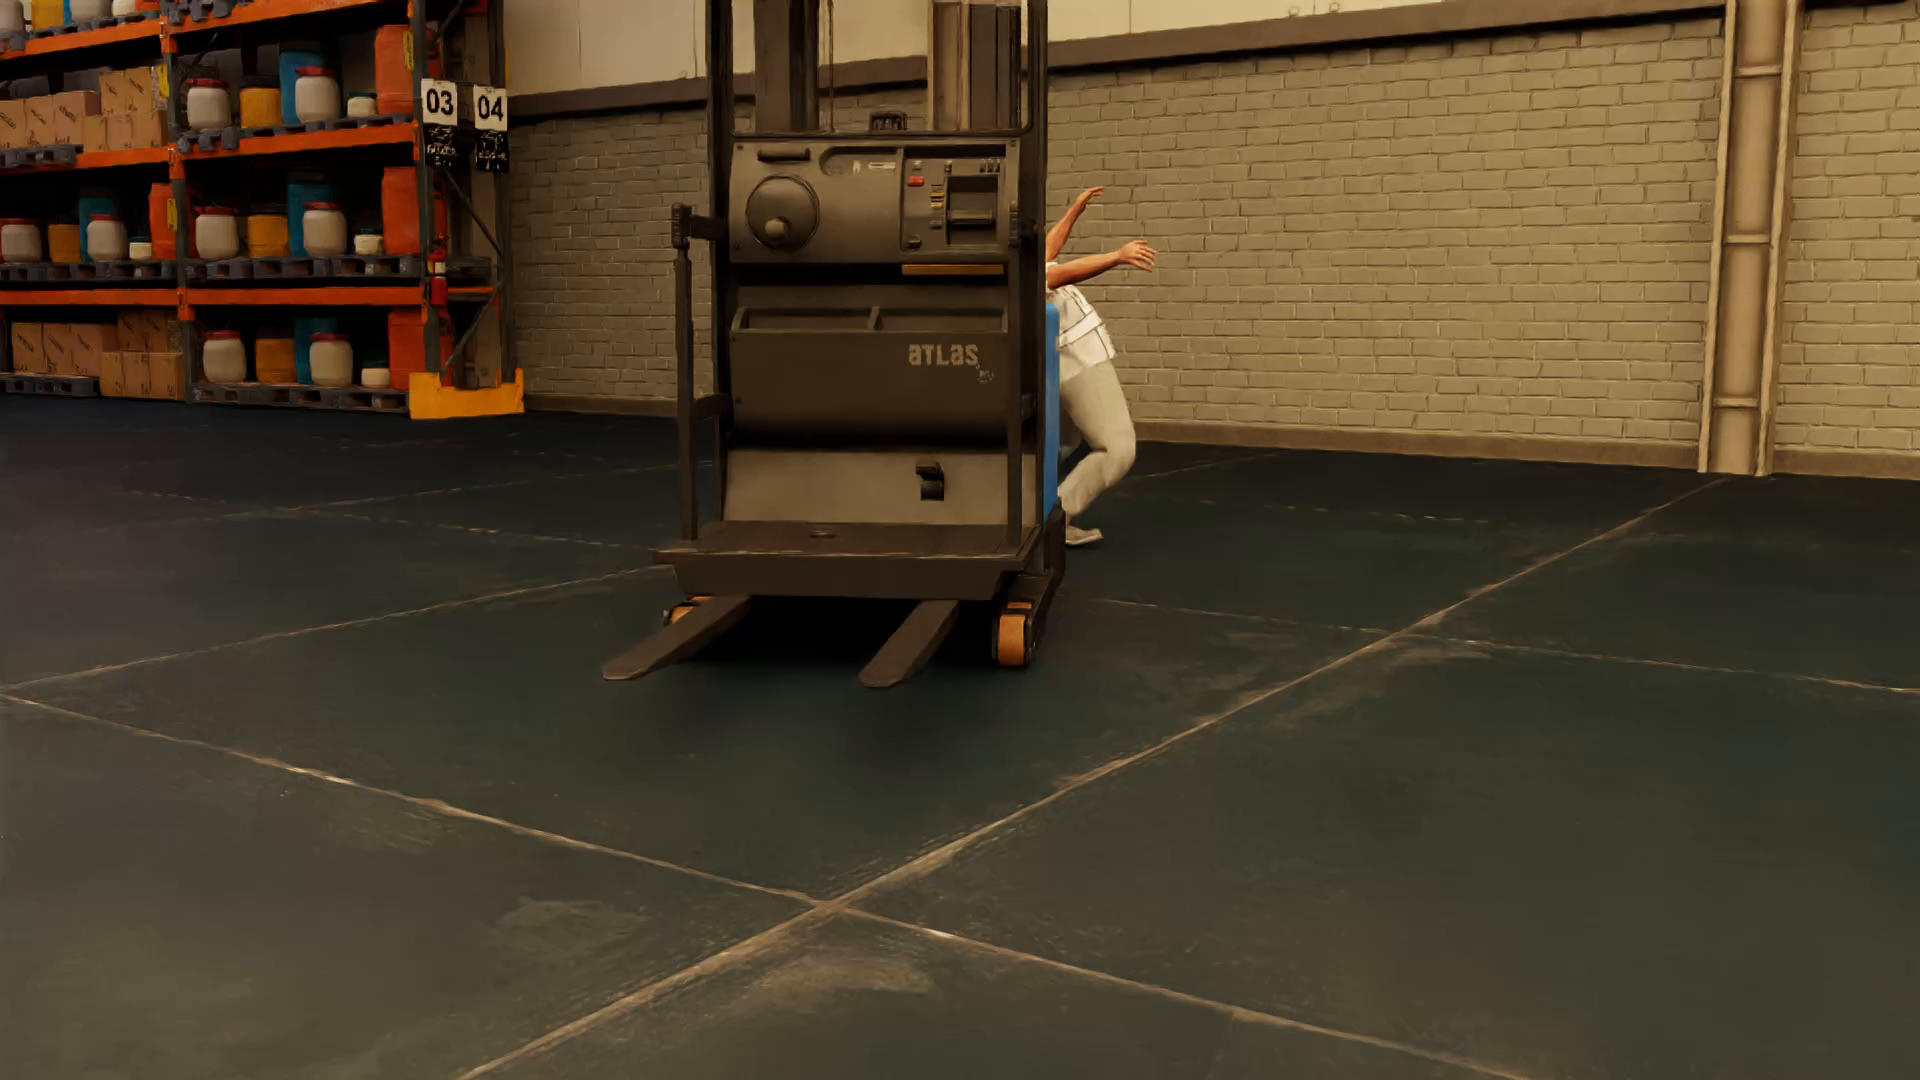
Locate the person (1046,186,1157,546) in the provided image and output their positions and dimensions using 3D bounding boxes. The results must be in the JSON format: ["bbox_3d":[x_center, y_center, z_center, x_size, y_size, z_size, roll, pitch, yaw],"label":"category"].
[{"bbox_3d":[0.427,-0.769,7.297,0.739,1.589,1.075,-3,9,-20],"label":"person"}]

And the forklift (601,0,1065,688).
[{"bbox_3d":[-0.298,-1.122,5.083,1.130,2.935,3.031,1,8,7],"label":"forklift"}]
